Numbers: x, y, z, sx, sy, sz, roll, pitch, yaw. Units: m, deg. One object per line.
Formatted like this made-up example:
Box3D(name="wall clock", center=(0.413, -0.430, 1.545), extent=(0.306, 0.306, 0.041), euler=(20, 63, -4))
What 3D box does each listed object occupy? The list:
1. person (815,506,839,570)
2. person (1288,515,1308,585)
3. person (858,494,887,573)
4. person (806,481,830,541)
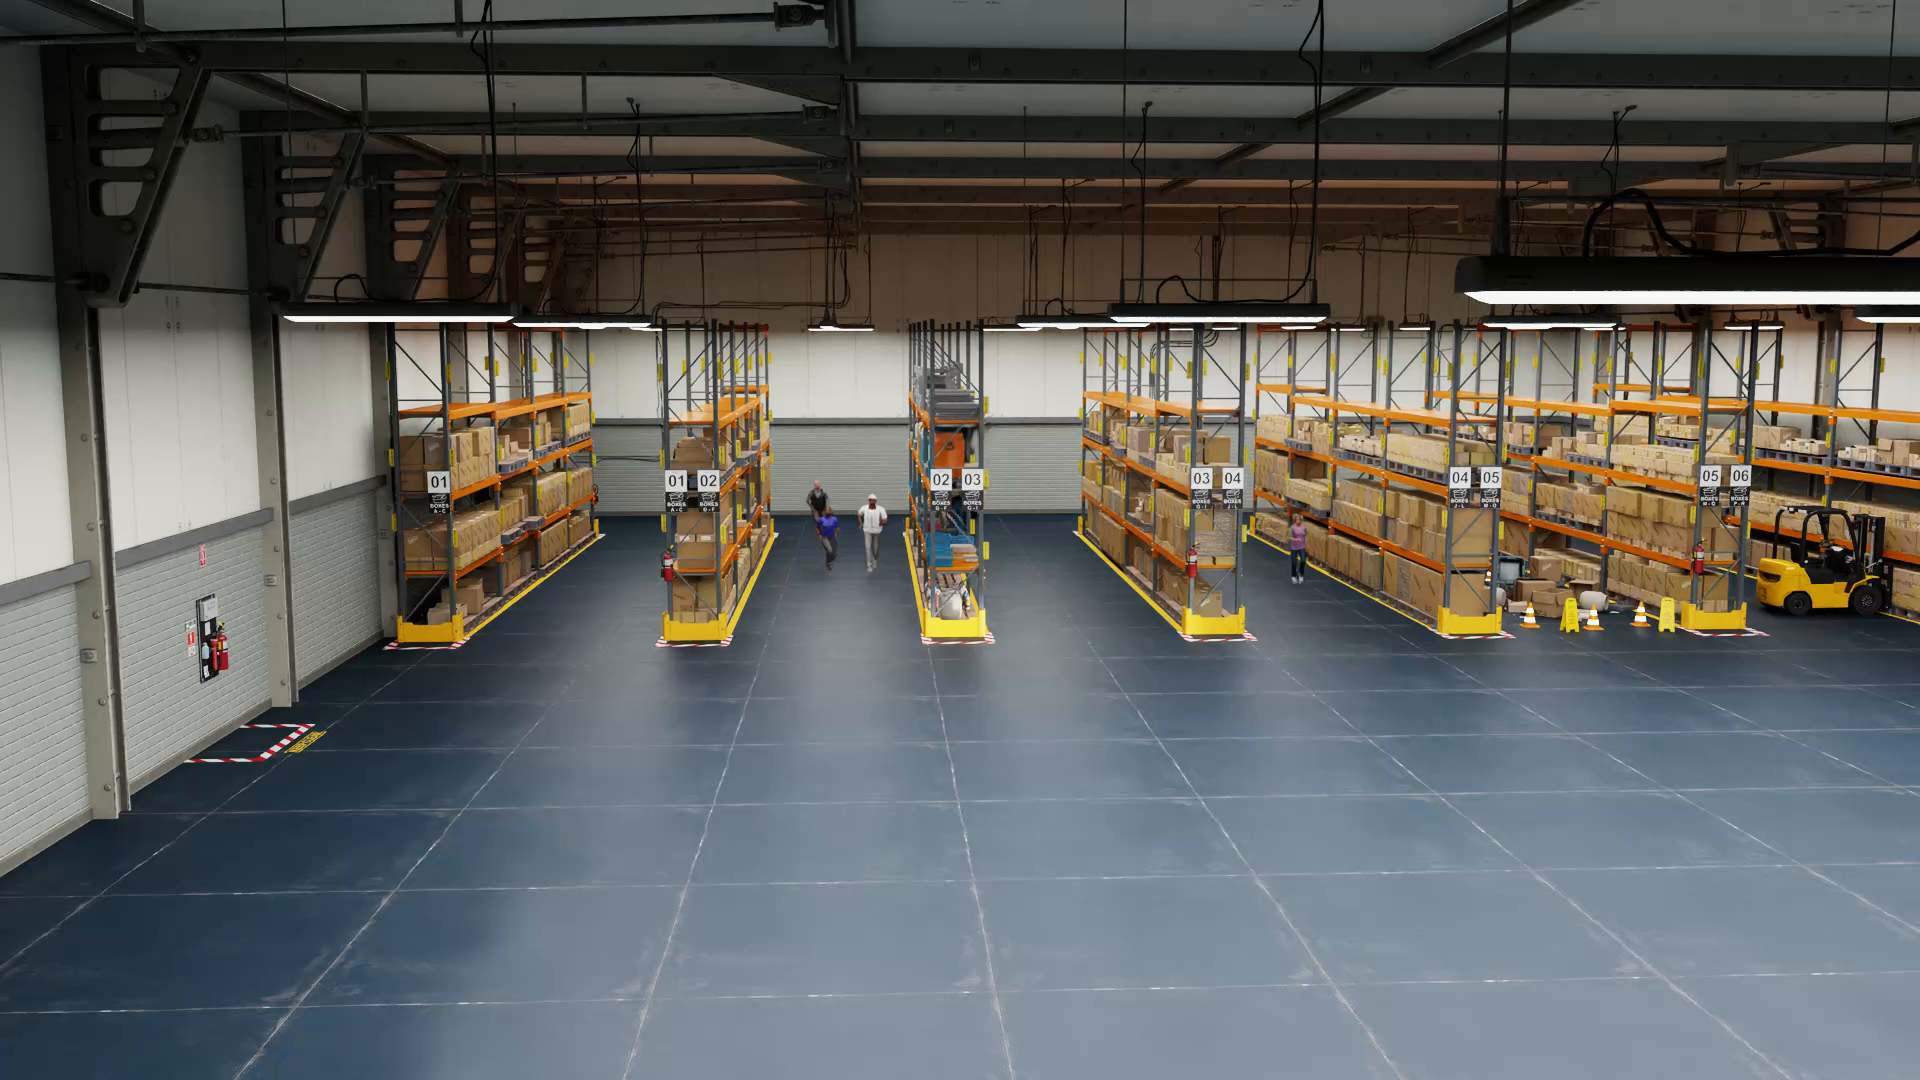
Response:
Box3D(name="person", center=(-3.118, -0.023, 39.252), extent=(0.571, 1.566, 0.744), euler=(-2, 7, -16))
Box3D(name="person", center=(7.756, 0.227, 38.106), extent=(0.509, 1.604, 0.660), euler=(0, 7, 1))
Box3D(name="person", center=(-2.028, -0.176, 38.500), extent=(0.700, 1.782, 0.887), euler=(0, 7, -1))
Box3D(name="person", center=(-3.957, -0.824, 46.387), extent=(0.653, 1.661, 0.576), euler=(-1, 7, -9))
